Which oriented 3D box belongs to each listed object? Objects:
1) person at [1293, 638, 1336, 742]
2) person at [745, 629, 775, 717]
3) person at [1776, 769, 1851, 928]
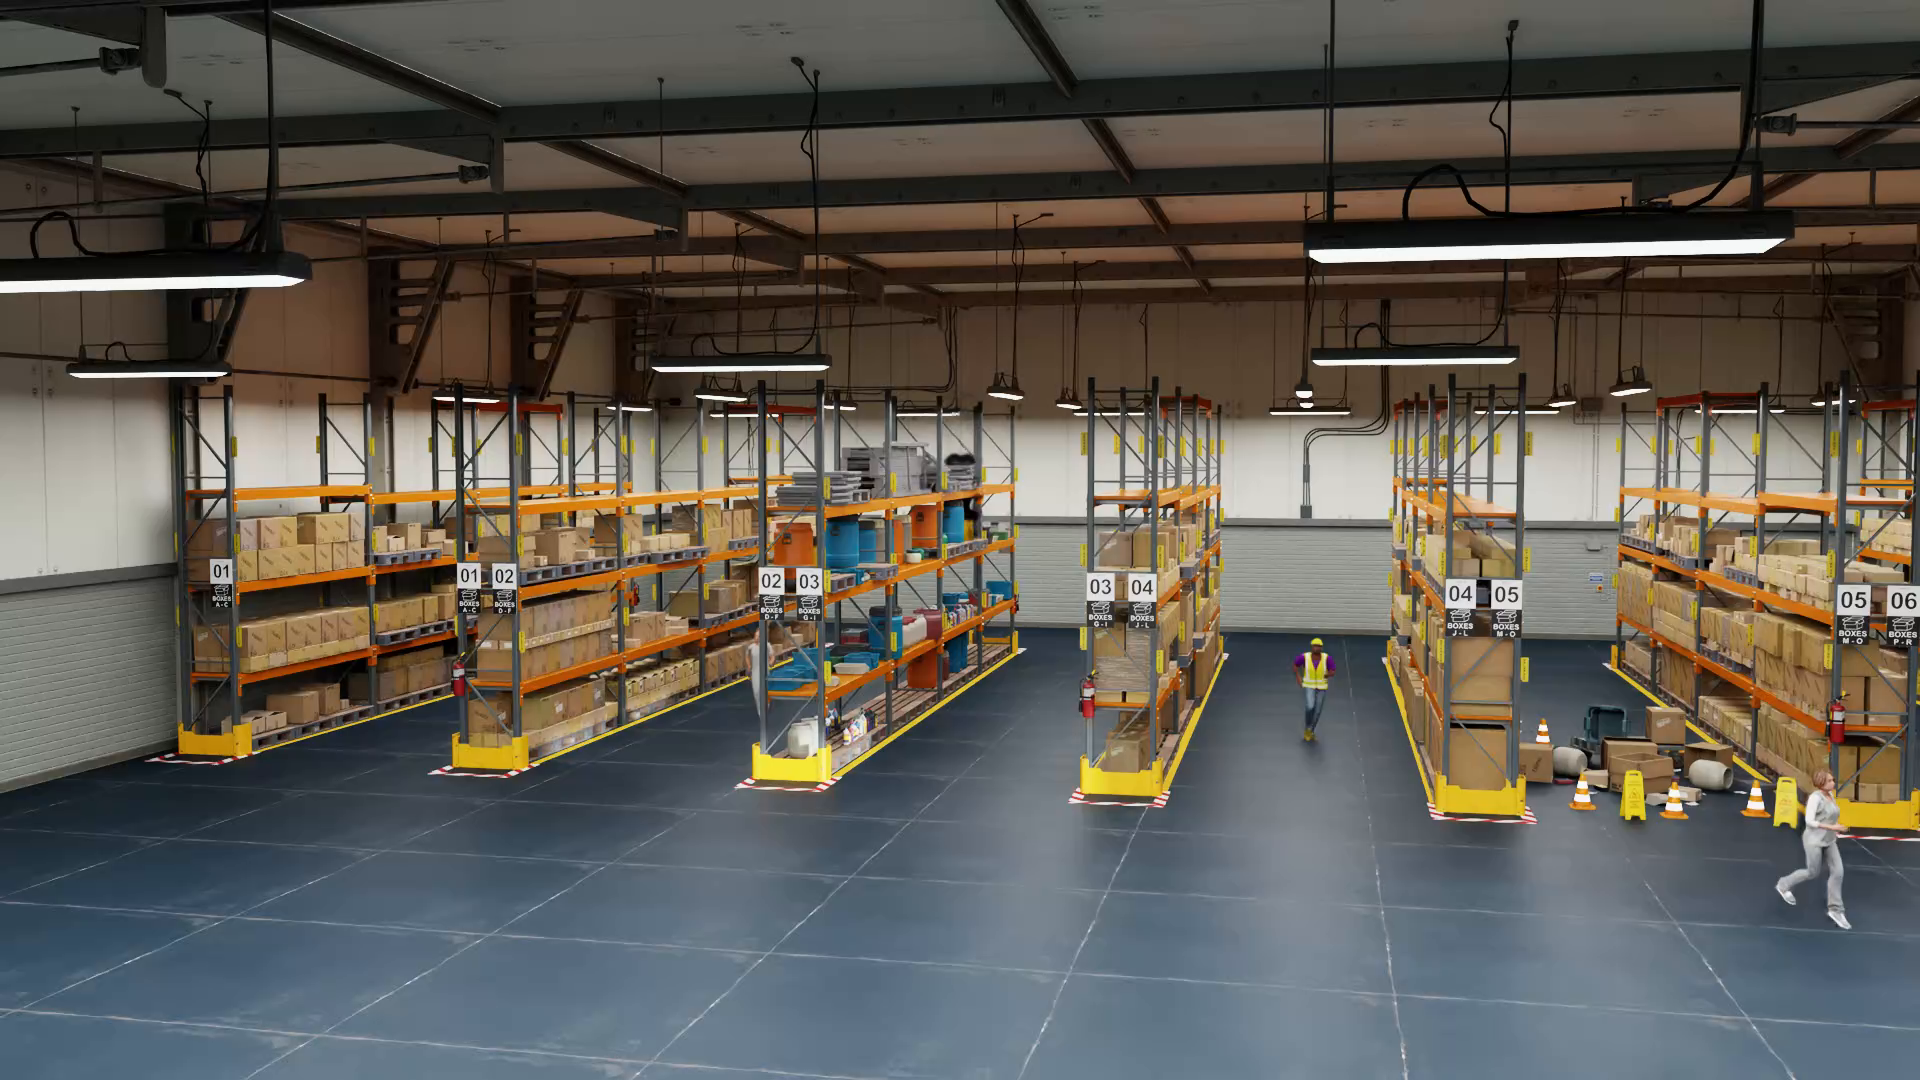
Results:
[{"bbox_3d":[6.051,2.548,28.338,0.680,1.763,0.754,0,3,1],"label":"person"},{"bbox_3d":[-3.714,2.461,30.834,0.548,1.624,0.558,0,3,1],"label":"person"},{"bbox_3d":[9.058,3.232,17.617,0.569,1.641,0.826,-2,4,-33],"label":"person"}]
